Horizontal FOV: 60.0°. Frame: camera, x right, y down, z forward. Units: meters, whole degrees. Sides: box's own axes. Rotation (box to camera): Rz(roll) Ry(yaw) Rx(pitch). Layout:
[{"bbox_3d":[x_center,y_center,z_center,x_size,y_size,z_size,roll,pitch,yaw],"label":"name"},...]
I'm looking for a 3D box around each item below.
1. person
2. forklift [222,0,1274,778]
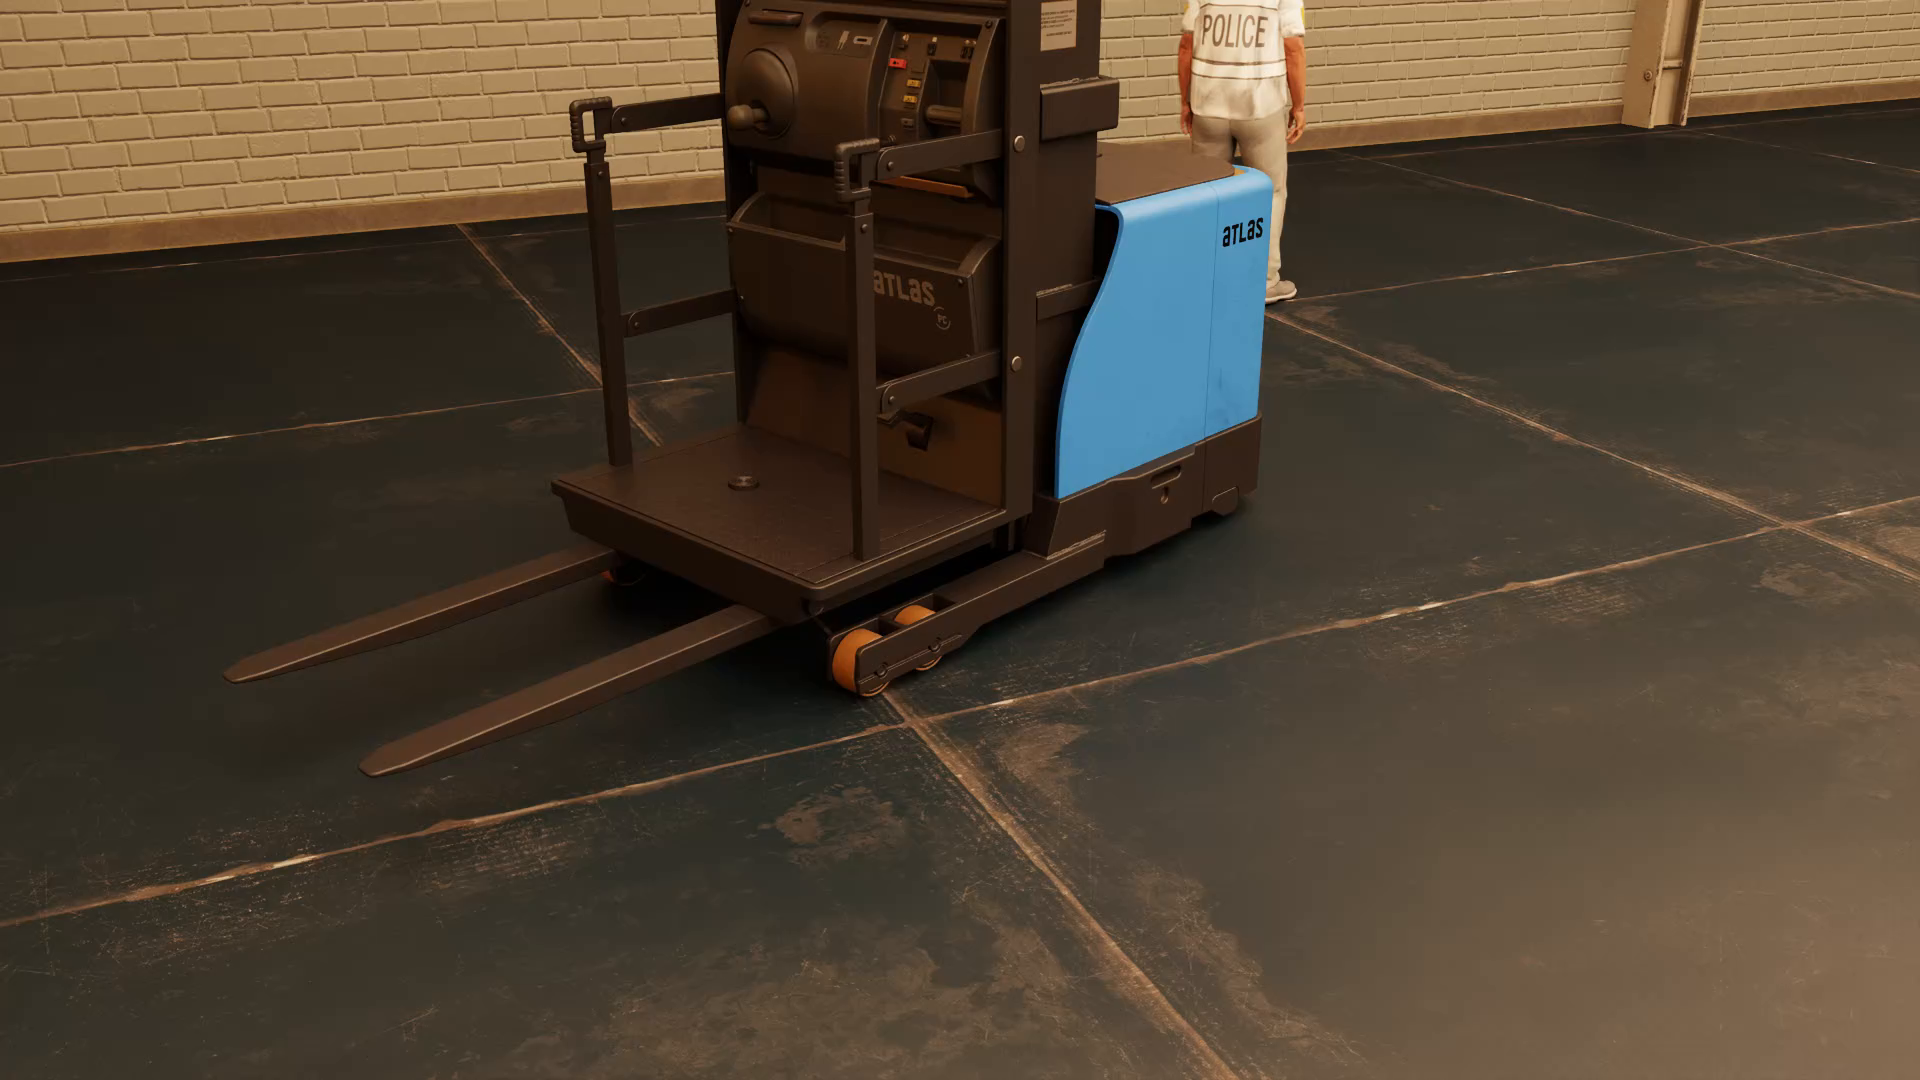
[{"bbox_3d":[1.268,-1.956,7.534,0.586,1.748,0.433,10,24,22],"label":"person"},{"bbox_3d":[-0.413,-1.182,4.131,1.130,2.935,3.031,19,29,39],"label":"forklift"}]
